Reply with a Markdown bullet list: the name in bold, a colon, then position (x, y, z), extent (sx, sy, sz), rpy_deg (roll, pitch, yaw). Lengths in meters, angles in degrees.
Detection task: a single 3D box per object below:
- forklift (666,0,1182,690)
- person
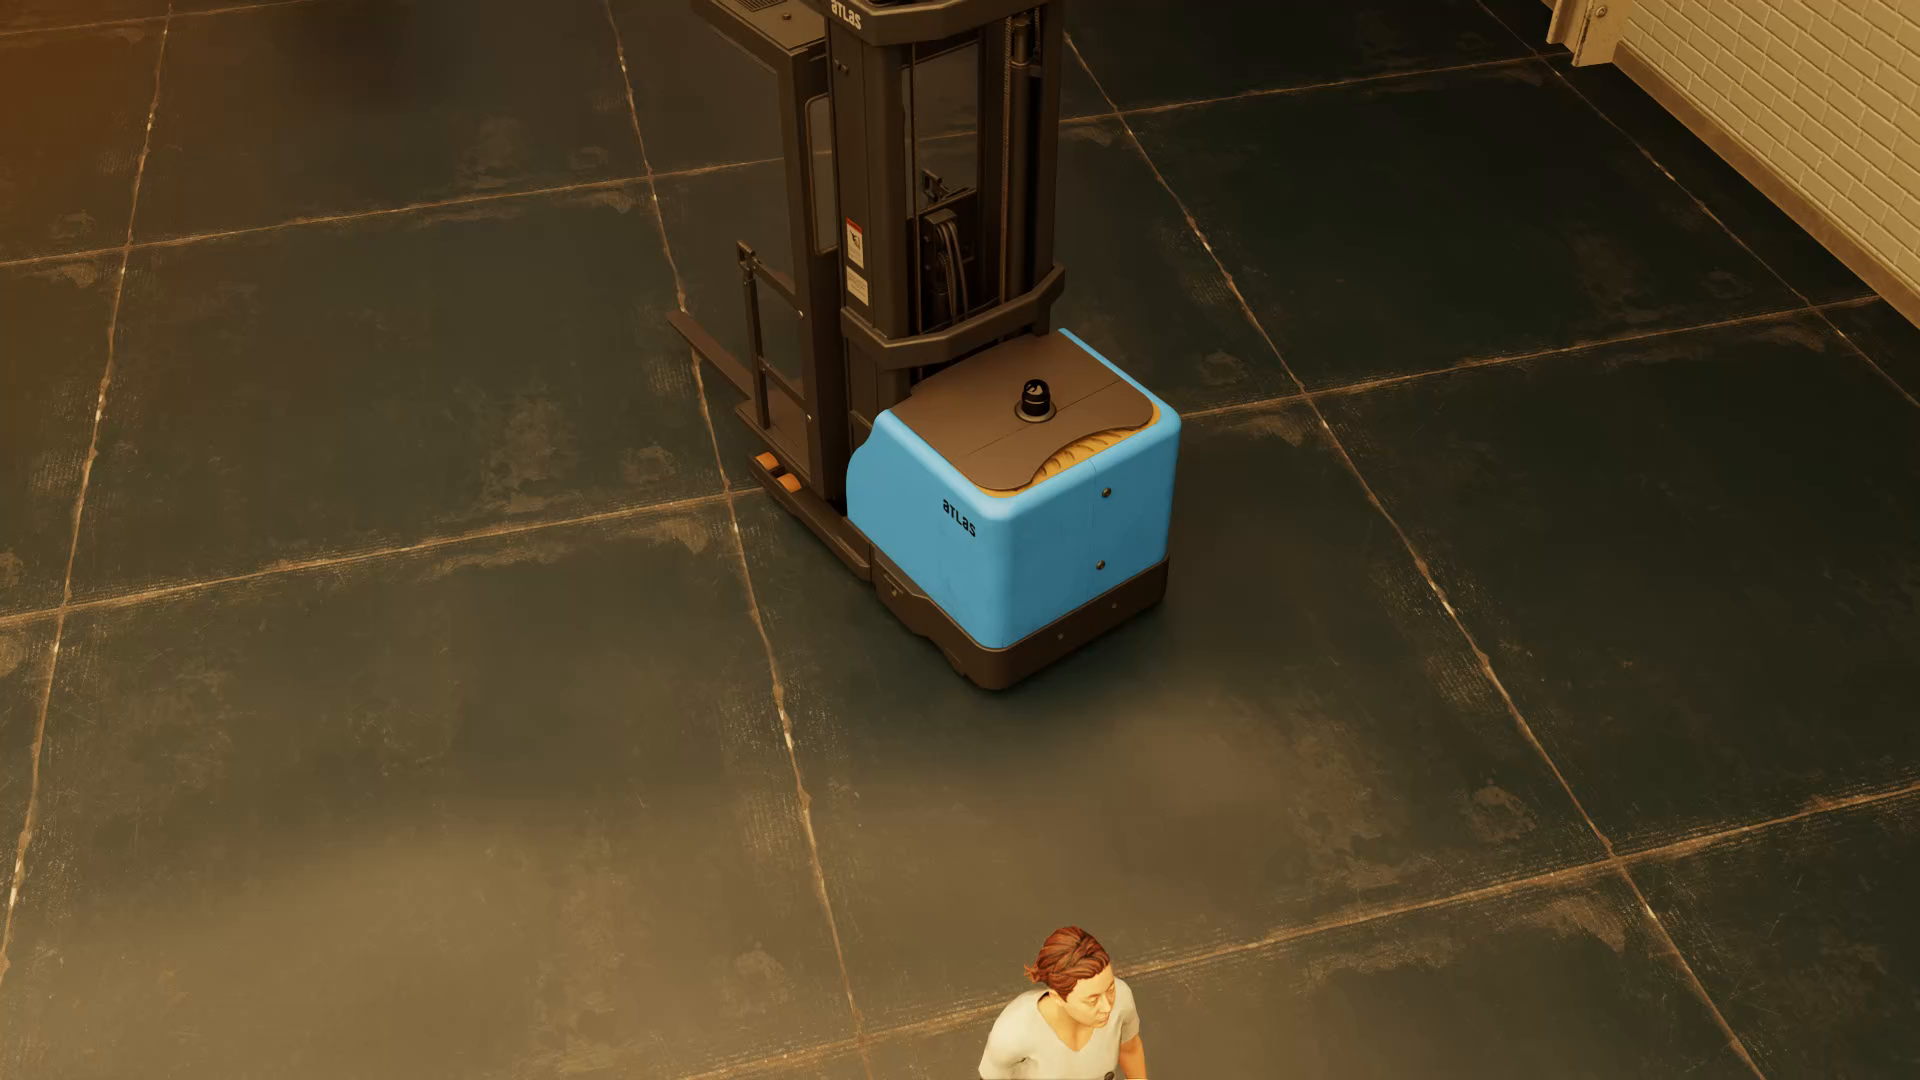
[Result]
- **forklift**: position (-0.366, -1.399, 7.126), extent (1.130, 2.935, 3.031), rpy_deg (-27, 50, -26)
- **person**: position (0.317, 1.731, 4.717), extent (0.550, 1.673, 0.548), rpy_deg (-19, 47, -19)
